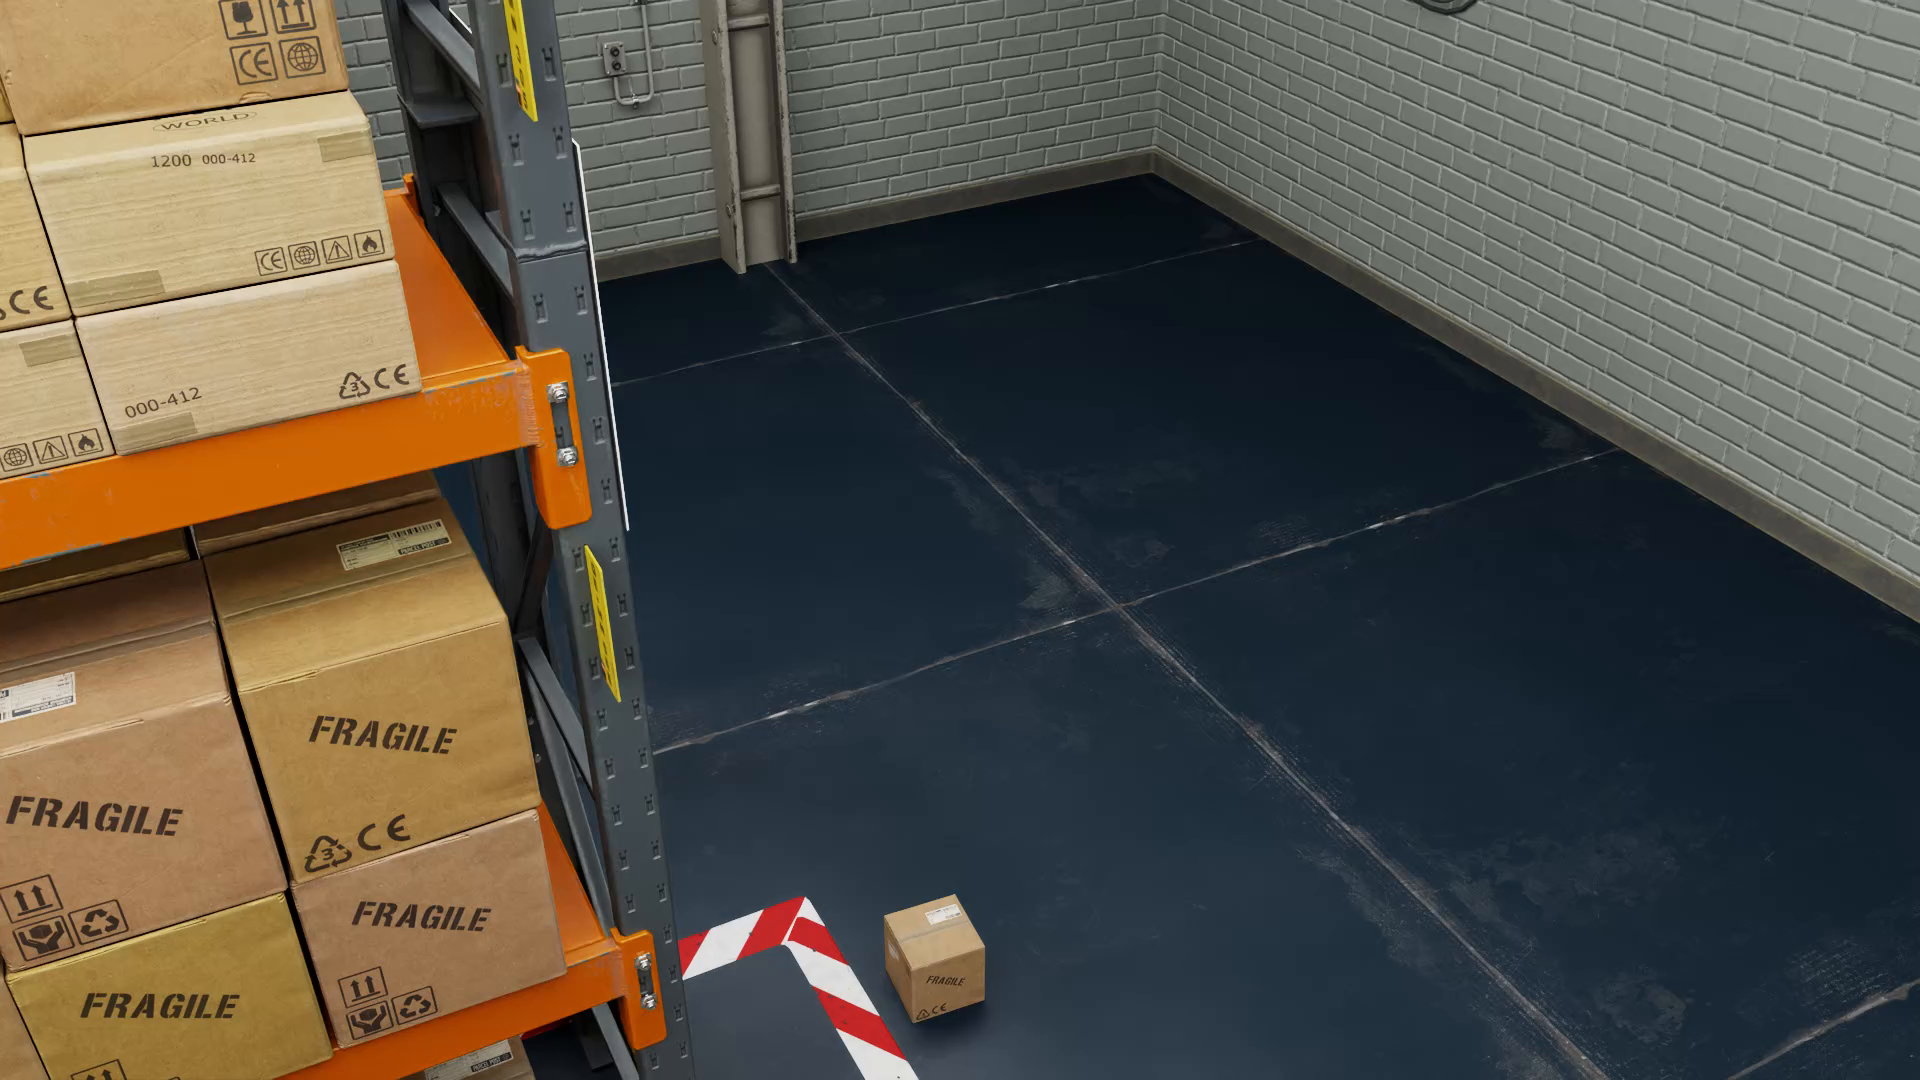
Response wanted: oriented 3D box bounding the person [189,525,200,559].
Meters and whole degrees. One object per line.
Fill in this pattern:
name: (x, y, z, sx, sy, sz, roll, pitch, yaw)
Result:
person: (-2.754, 0.131, 5.896, 0.790, 1.658, 0.497, 5, 34, 7)
